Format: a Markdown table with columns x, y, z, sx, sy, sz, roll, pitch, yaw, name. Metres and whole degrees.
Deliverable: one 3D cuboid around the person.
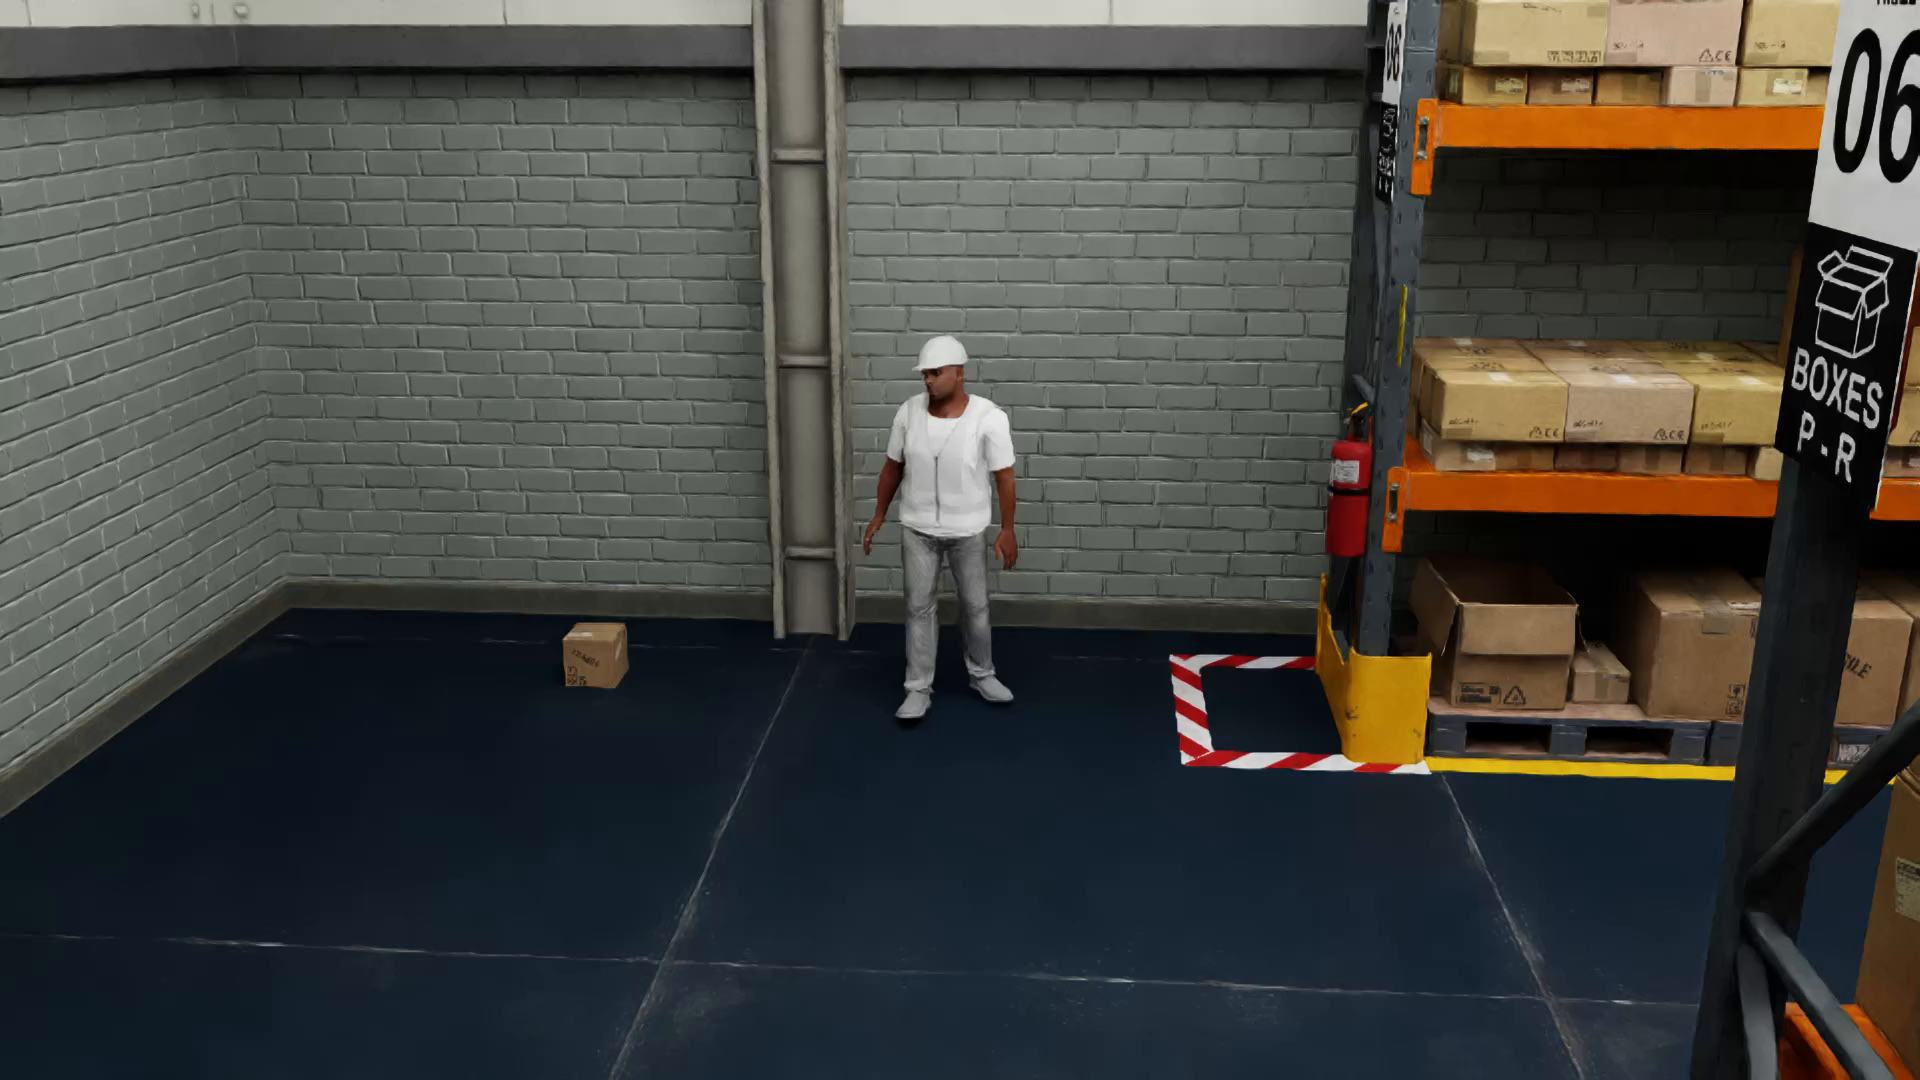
| x | y | z | sx | sy | sz | roll | pitch | yaw | name |
| --- | --- | --- | --- | --- | --- | --- | --- | --- | --- |
| -0.097 | -0.052 | 7.638 | 0.724 | 1.768 | 0.583 | 4 | 18 | 11 | person |
